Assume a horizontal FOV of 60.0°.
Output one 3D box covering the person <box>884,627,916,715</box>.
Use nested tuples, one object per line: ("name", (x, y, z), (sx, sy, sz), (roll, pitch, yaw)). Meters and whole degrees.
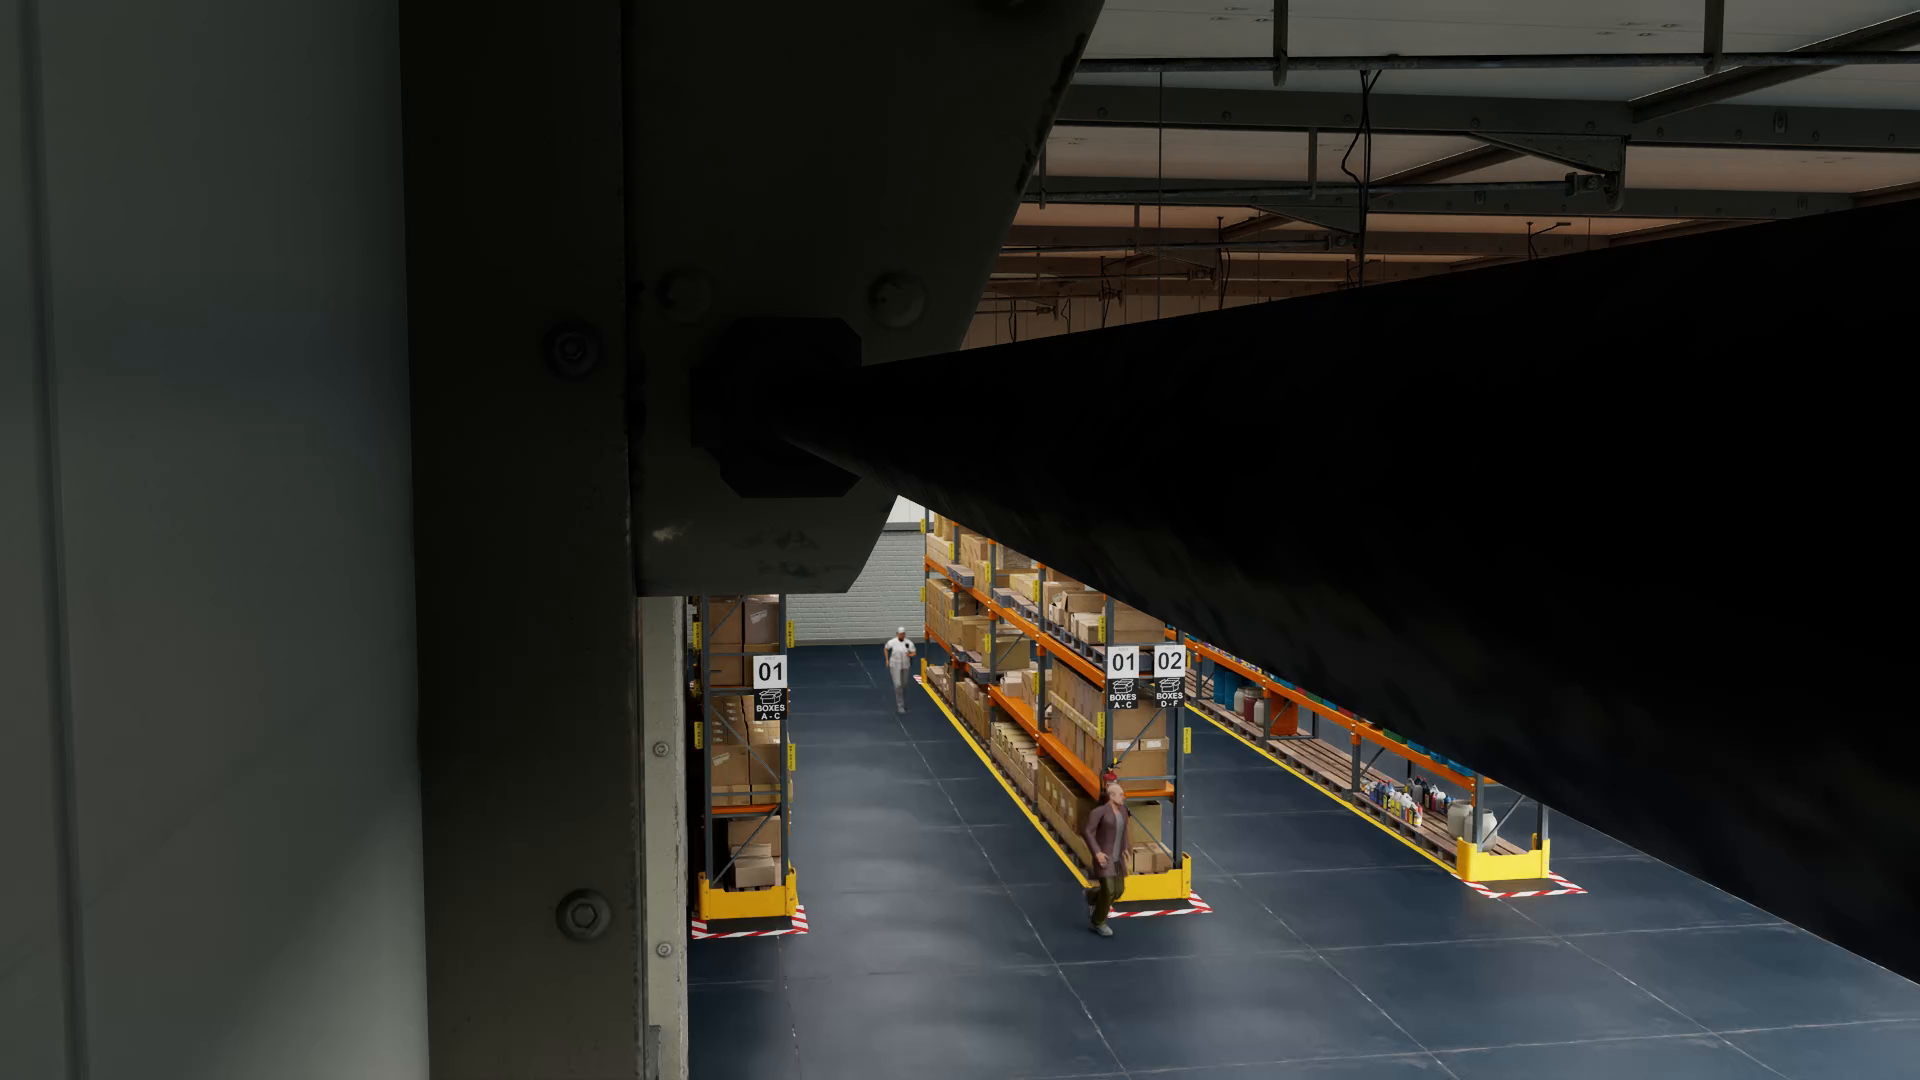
("person", (-1.181, 2.566, 33.183), (0.591, 1.690, 0.890), (-1, 5, -16))

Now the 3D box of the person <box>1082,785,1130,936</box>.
("person", (1.716, 3.746, 19.727), (0.751, 1.719, 0.649), (-5, 7, -43))
